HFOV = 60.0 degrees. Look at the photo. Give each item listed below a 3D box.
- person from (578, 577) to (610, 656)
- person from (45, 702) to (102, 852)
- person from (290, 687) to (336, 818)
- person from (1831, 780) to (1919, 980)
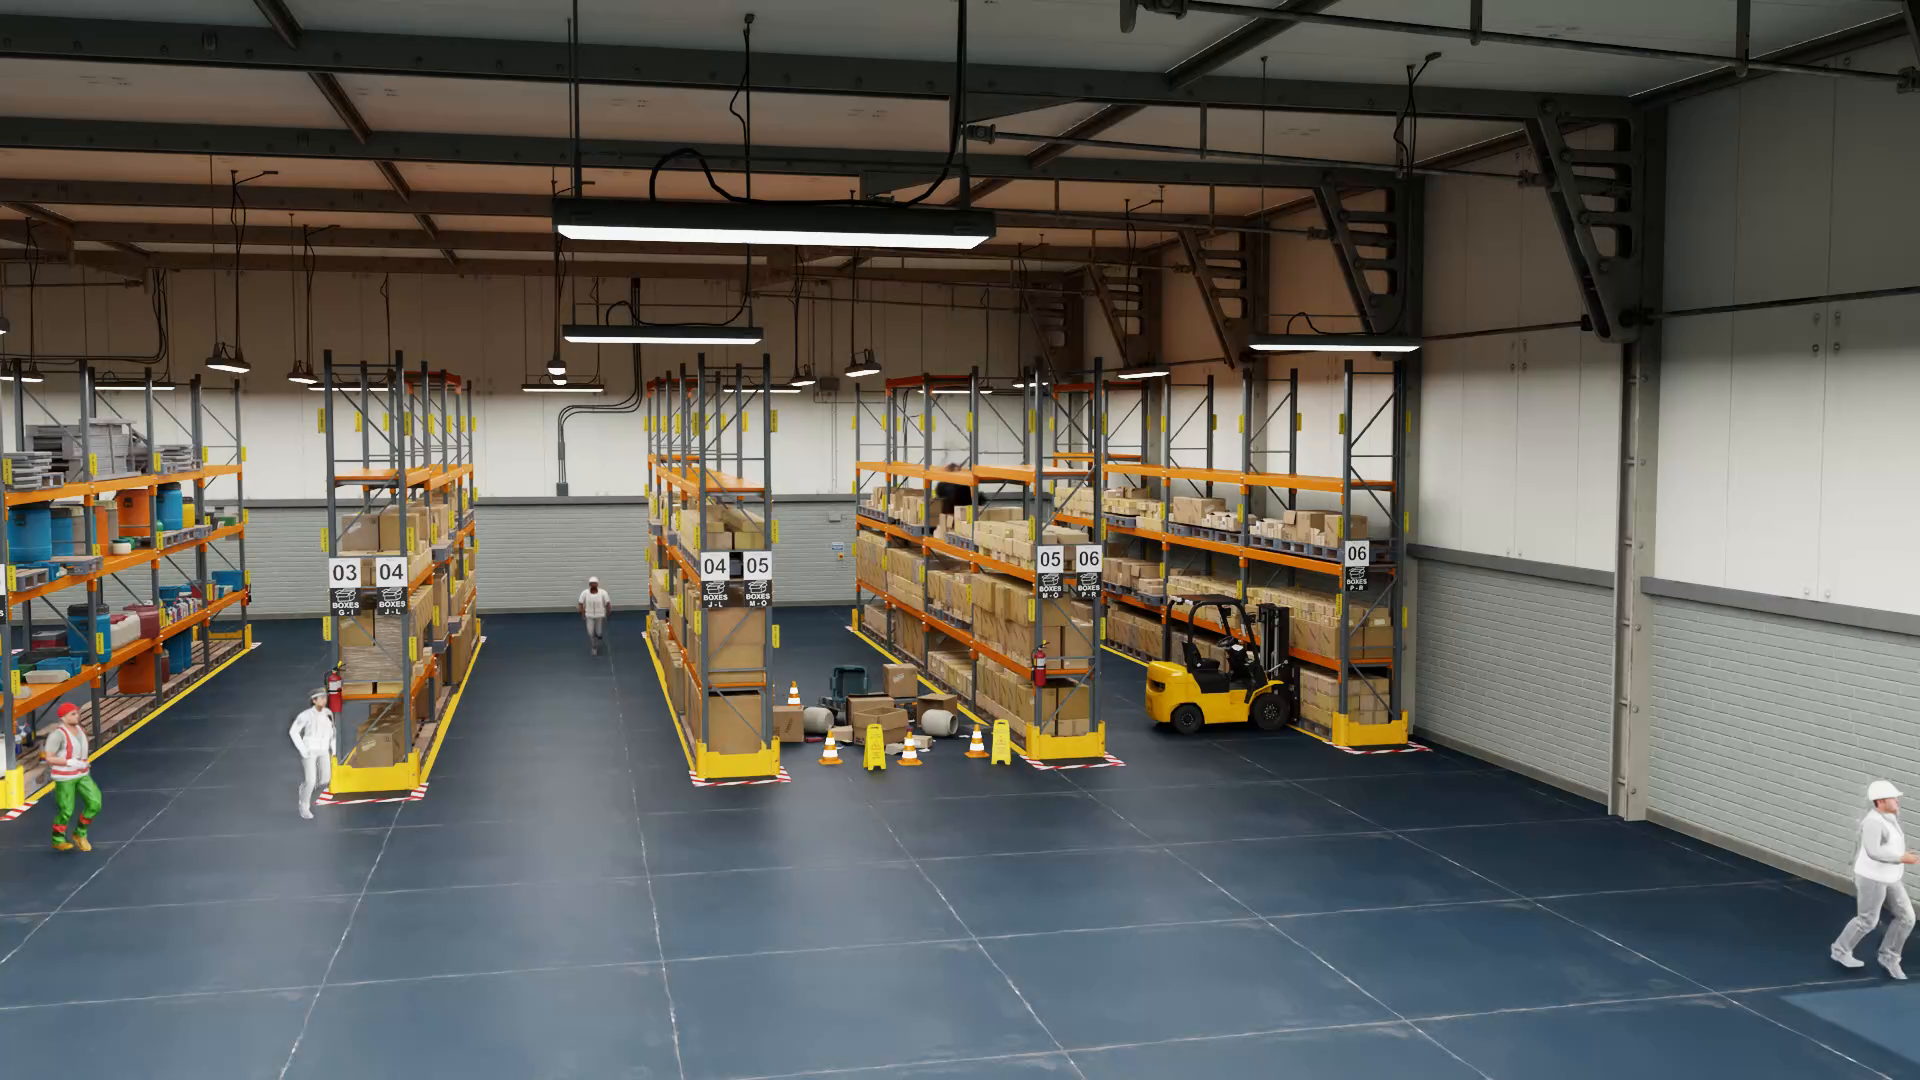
[{"bbox_3d":[-7.935,1.645,36.097,0.682,1.710,0.621,-1,4,-10],"label":"person"},{"bbox_3d":[-10.302,2.775,19.319,0.690,1.792,0.650,2,4,21],"label":"person"},{"bbox_3d":[-8.303,2.713,21.405,0.510,1.642,0.669,3,5,37],"label":"person"},{"bbox_3d":[8.329,3.087,15.055,0.668,1.846,0.742,-4,5,-42],"label":"person"}]
